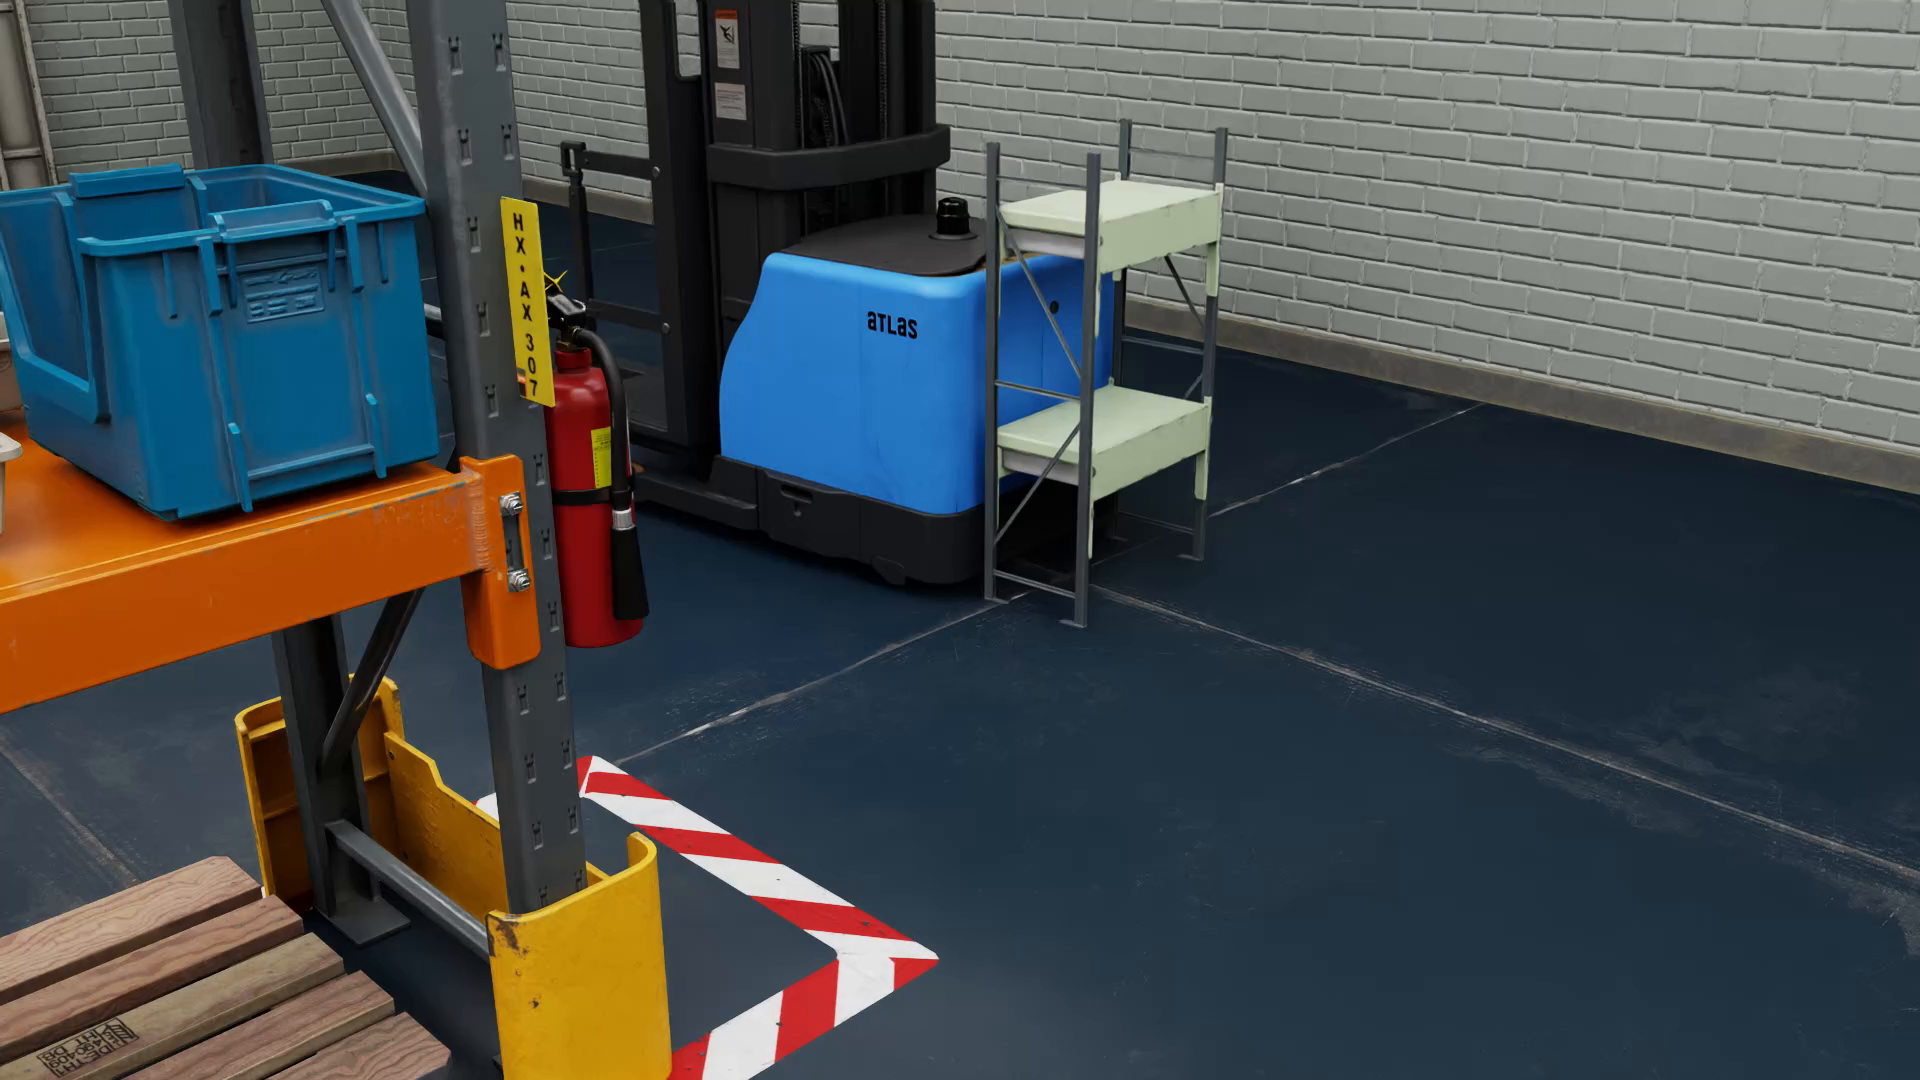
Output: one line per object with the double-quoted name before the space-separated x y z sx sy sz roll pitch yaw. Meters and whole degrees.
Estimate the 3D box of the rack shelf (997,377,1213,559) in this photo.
"rack shelf" 0.471 -0.258 5.565 0.431 0.370 0.720 16 26 35

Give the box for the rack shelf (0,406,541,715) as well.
"rack shelf" -2.488 0.415 1.816 1.077 0.370 4.000 19 28 41

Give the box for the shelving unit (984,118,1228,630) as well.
"shelving unit" 0.471 -0.563 5.448 0.431 1.500 0.755 16 26 35

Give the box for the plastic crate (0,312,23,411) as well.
"plastic crate" -1.784 -0.297 2.949 0.250 0.136 0.298 19 28 41

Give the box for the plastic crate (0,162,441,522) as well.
"plastic crate" -1.193 -0.346 2.661 0.616 0.435 0.499 19 28 41

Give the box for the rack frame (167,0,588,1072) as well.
"rack frame" -1.093 -0.434 3.024 1.000 3.000 0.127 19 28 41

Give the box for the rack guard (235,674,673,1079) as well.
"rack guard" -1.086 0.723 3.497 1.175 0.500 0.348 19 28 41

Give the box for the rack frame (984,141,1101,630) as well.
"rack frame" 0.244 -0.460 5.180 0.400 1.500 0.023 16 26 35

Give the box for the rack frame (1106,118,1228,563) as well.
"rack frame" 0.698 -0.666 5.716 0.400 1.500 0.023 16 26 35

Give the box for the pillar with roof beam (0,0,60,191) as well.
"pillar with roof beam" -3.843 -5.547 7.964 9.100 9.000 0.400 19 28 41

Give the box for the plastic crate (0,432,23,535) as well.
"plastic crate" -1.532 -0.084 2.397 0.396 0.136 0.243 19 28 41

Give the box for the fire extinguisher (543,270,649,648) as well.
"fire extinguisher" -0.662 -0.149 2.910 0.296 0.674 0.183 19 28 41

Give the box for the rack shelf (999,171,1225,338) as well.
"rack shelf" 0.471 -0.927 5.308 0.431 0.370 0.720 16 26 35

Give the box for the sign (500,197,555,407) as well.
"sign" -0.688 -0.377 2.647 0.100 0.325 0.005 19 28 41

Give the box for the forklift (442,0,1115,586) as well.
"forklift" -0.893 -1.627 6.221 3.031 2.935 1.130 16 26 36

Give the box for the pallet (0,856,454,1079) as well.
"pallet" -1.696 1.069 2.998 1.003 0.211 1.213 19 28 41
